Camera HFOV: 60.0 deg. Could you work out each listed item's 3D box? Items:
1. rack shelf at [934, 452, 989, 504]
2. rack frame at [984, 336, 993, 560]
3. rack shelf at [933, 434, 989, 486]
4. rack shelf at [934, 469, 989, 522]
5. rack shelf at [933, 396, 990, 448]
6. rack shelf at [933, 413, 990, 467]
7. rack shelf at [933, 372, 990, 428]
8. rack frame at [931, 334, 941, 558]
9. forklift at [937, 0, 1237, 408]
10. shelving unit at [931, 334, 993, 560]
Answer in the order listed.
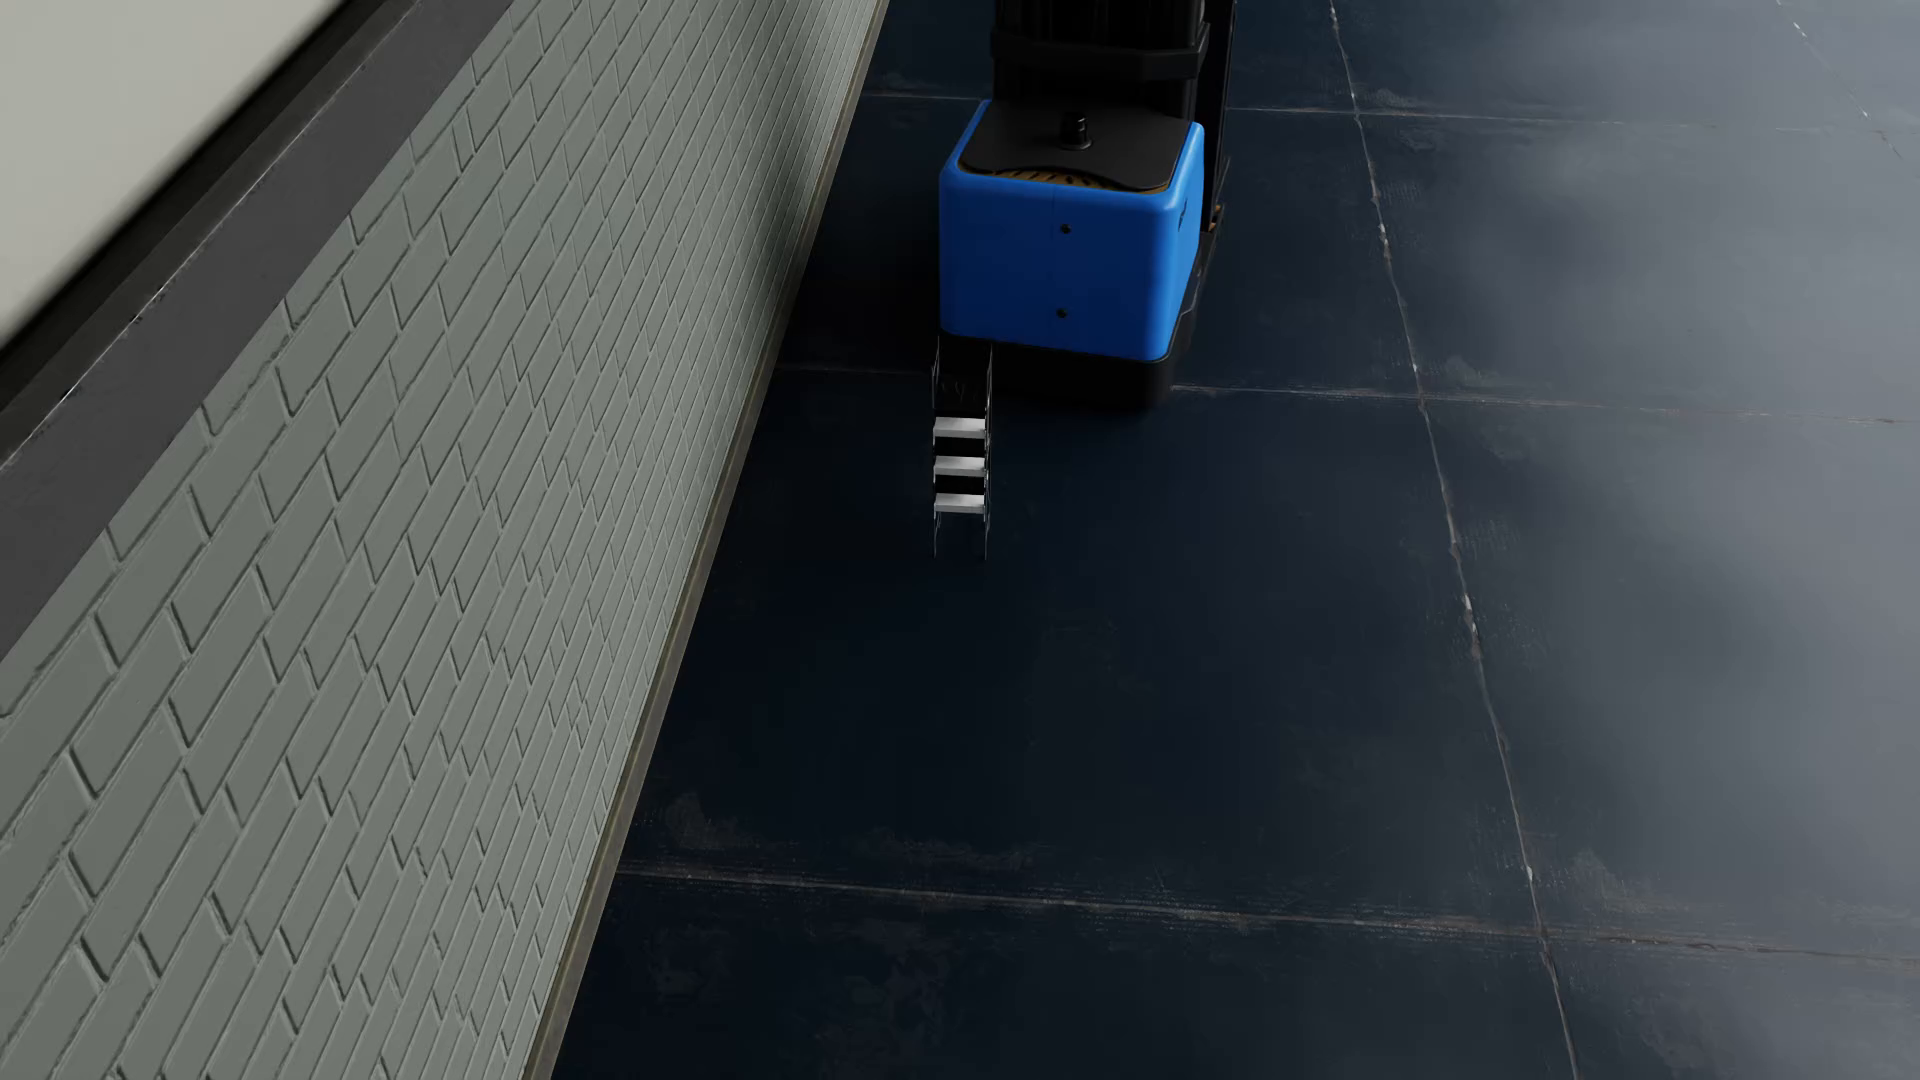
[{"bbox_3d":[0.008,-0.253,6.543,0.200,0.077,0.258,3,39,4],"label":"rack shelf"},{"bbox_3d":[0.109,-0.343,6.459,0.006,0.900,0.240,3,39,4],"label":"rack frame"},{"bbox_3d":[0.008,-0.323,6.486,0.200,0.077,0.258,3,39,4],"label":"rack shelf"},{"bbox_3d":[0.008,-0.183,6.600,0.200,0.077,0.258,3,39,4],"label":"rack shelf"},{"bbox_3d":[0.008,-0.462,6.373,0.200,0.077,0.258,3,39,4],"label":"rack shelf"},{"bbox_3d":[0.008,-0.393,6.430,0.200,0.077,0.258,3,39,4],"label":"rack shelf"},{"bbox_3d":[0.008,-0.532,6.316,0.200,0.077,0.258,3,39,4],"label":"rack shelf"},{"bbox_3d":[-0.093,-0.354,6.472,0.006,0.900,0.240,3,39,4],"label":"rack frame"},{"bbox_3d":[0.760,-2.655,7.690,1.130,2.935,3.031,9,40,11],"label":"forklift"},{"bbox_3d":[0.008,-0.349,6.465,0.210,0.900,0.258,3,39,4],"label":"shelving unit"}]
